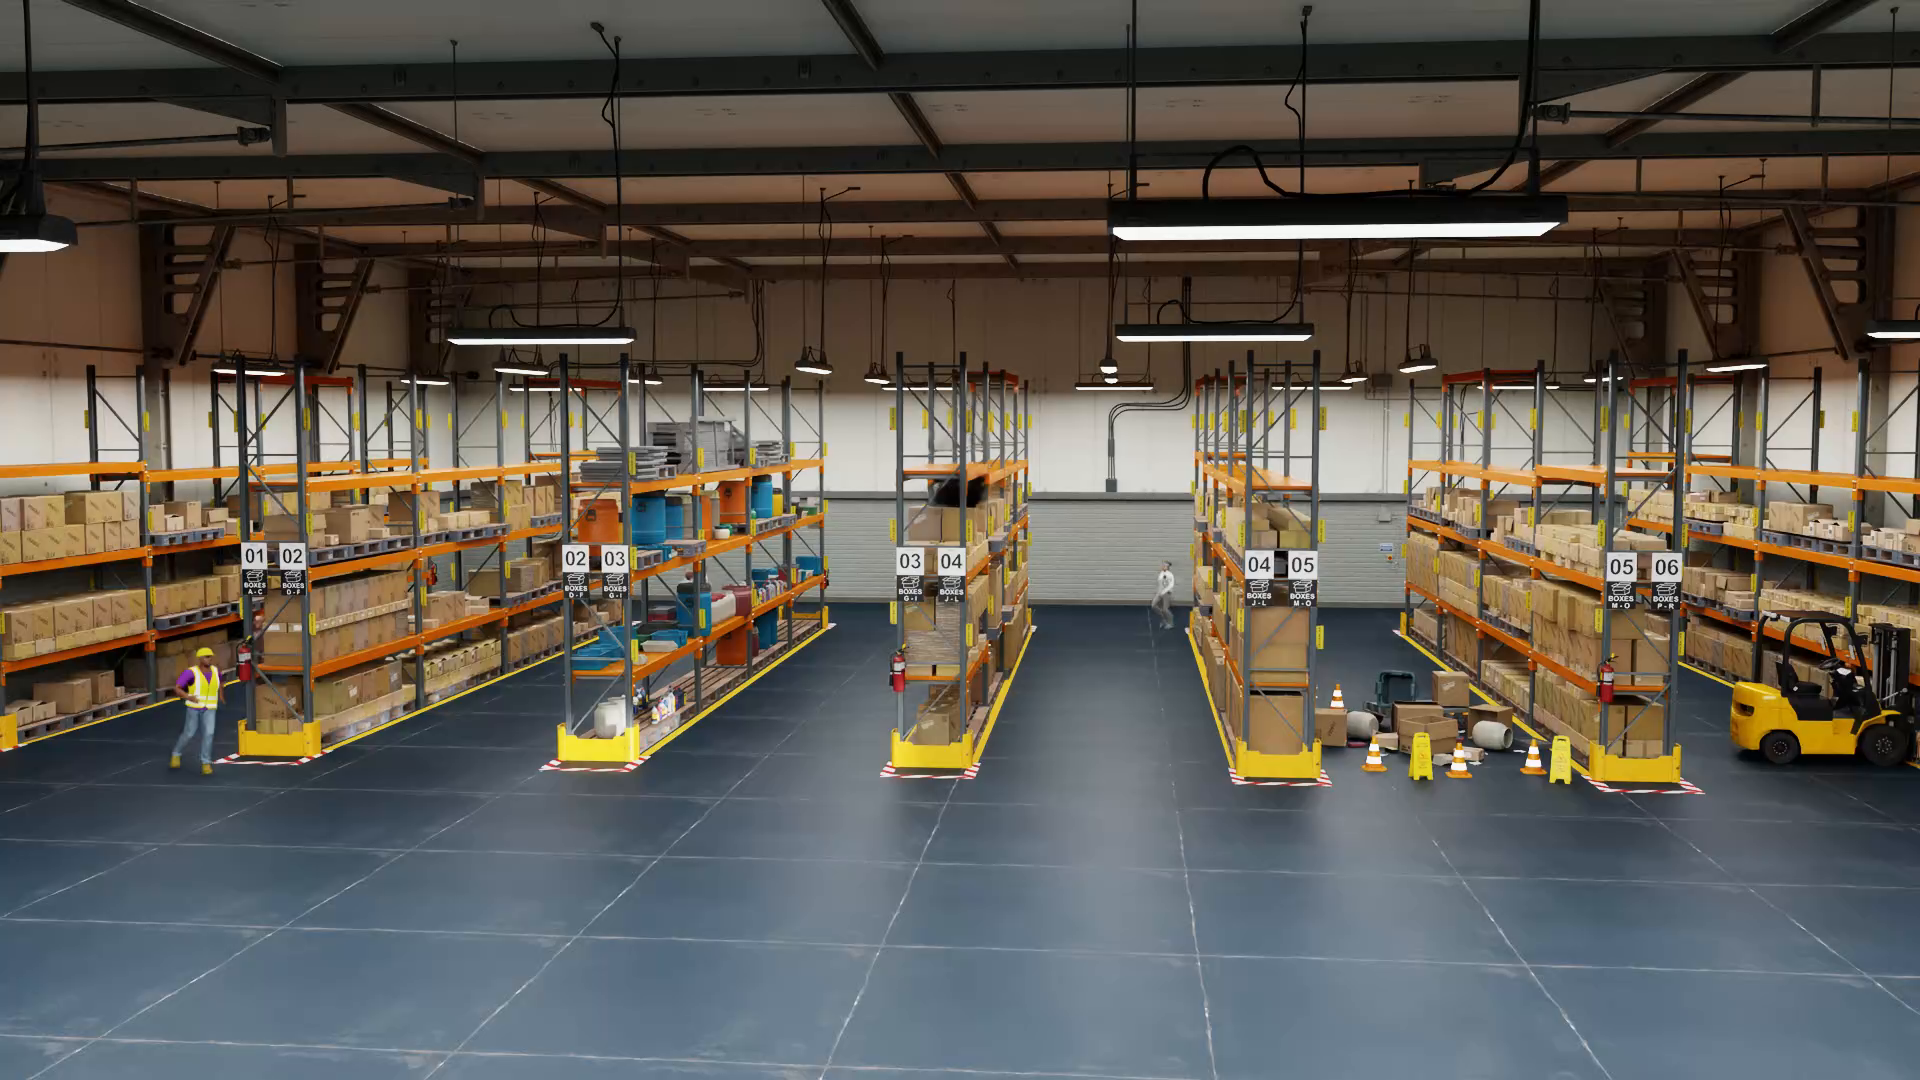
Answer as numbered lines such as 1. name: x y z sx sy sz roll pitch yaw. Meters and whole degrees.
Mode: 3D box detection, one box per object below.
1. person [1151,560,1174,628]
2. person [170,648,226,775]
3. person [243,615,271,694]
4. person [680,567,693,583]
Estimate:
1. person: 4.936 1.307 40.280 0.572 1.657 0.636 -2 5 -27
2. person: -10.855 2.423 23.852 0.953 1.754 0.758 4 6 44
3. person: -11.817 2.191 28.001 0.711 1.683 0.808 0 4 5
4. person: -6.164 1.476 38.049 0.581 1.736 0.765 1 4 11
